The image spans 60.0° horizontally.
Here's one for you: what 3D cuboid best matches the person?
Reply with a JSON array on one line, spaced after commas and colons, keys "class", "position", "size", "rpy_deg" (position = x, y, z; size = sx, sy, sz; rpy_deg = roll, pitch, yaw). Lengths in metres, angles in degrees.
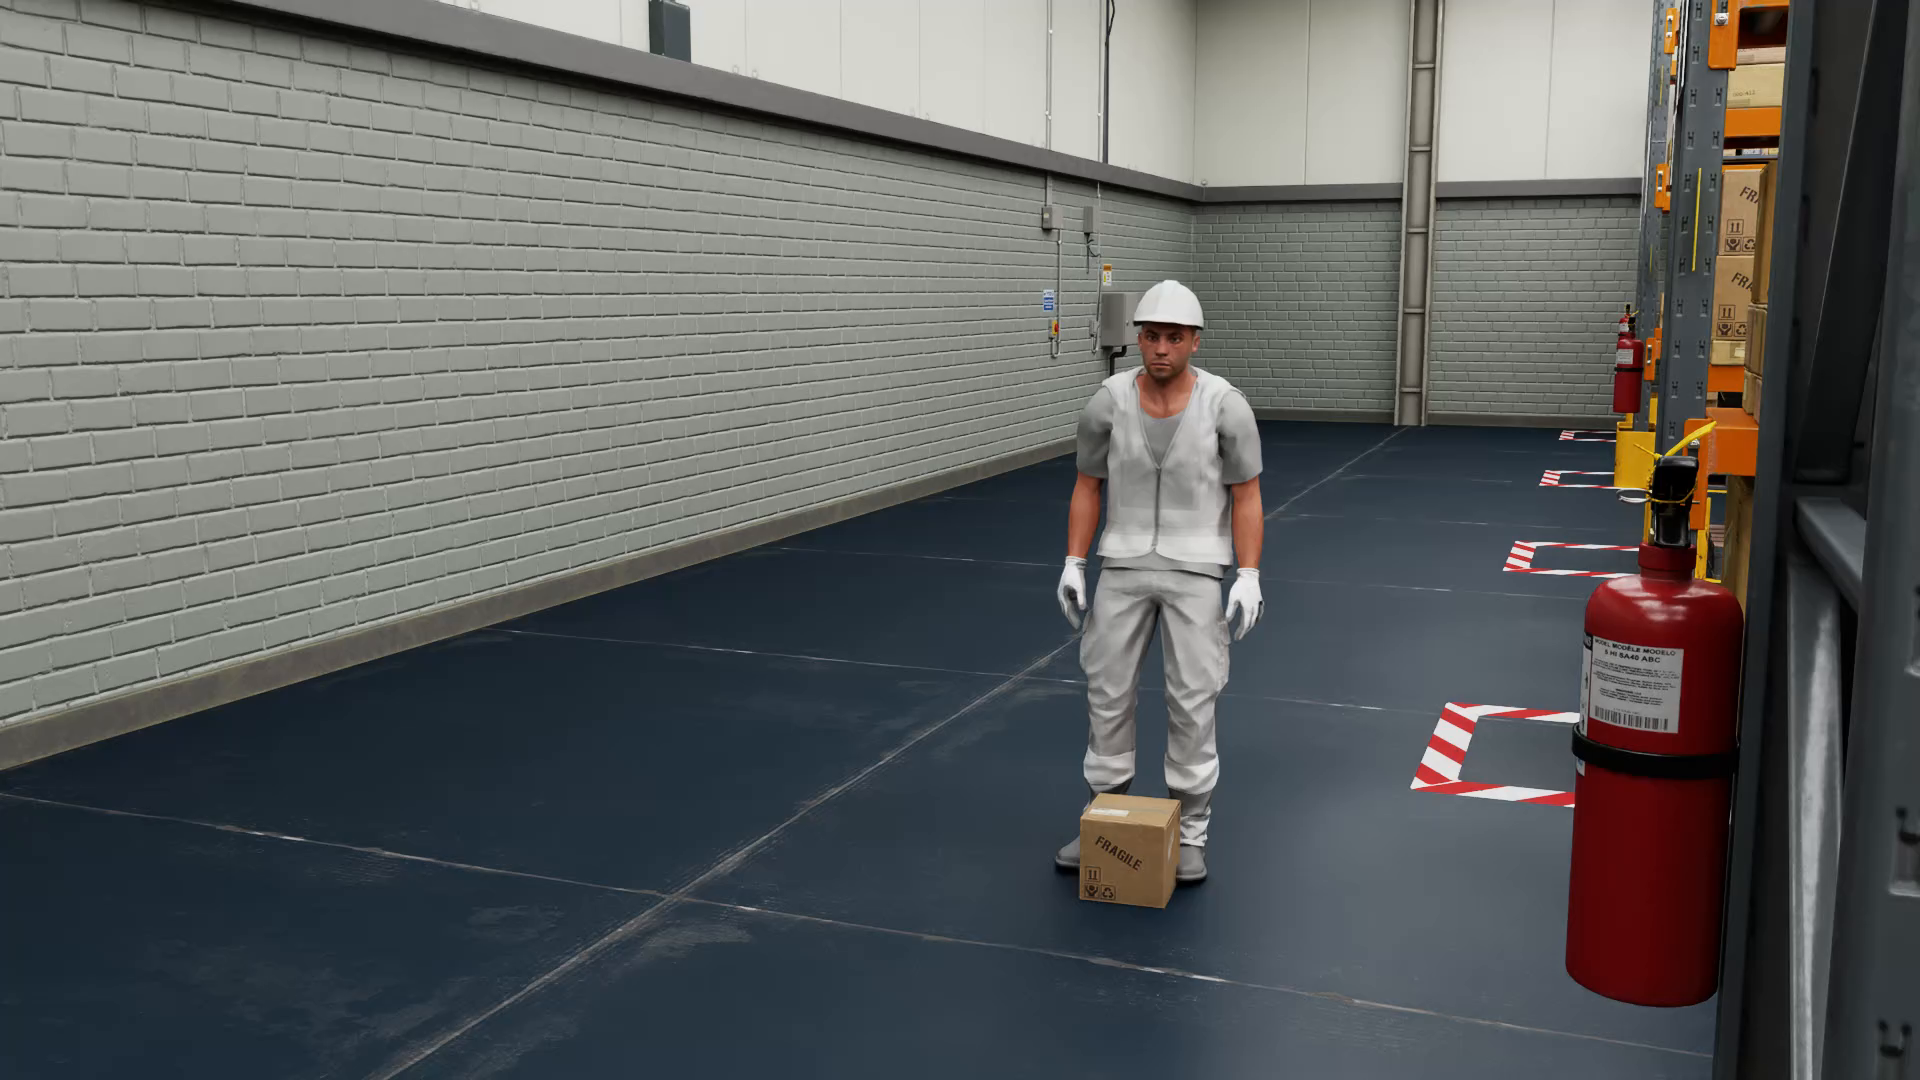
[{"class": "person", "position": [0.600, 0.123, 4.975], "size": [0.620, 1.781, 0.445], "rpy_deg": [3, 9, 18]}]
